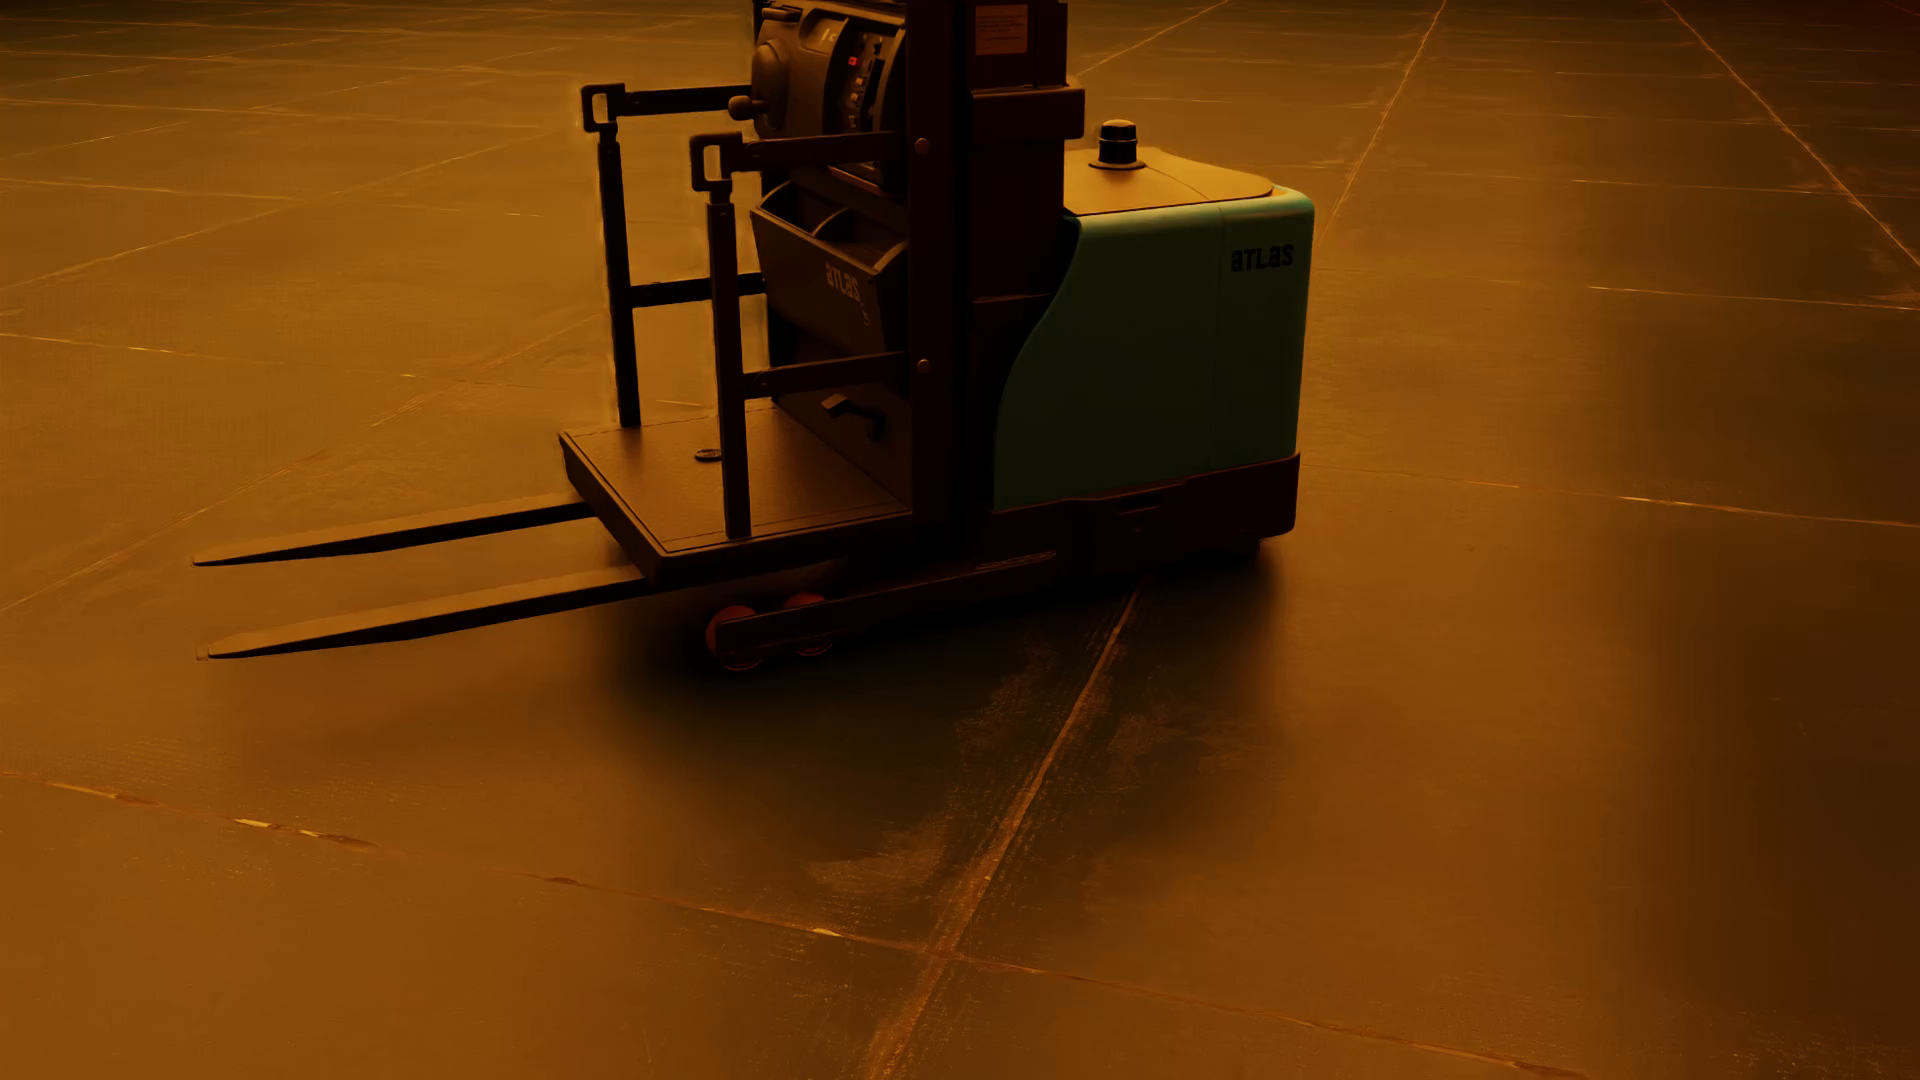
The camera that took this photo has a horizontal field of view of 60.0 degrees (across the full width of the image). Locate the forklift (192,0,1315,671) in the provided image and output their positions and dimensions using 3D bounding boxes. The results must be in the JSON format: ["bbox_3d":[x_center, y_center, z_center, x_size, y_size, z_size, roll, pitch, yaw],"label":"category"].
[{"bbox_3d":[-0.540,-1.245,4.296,3.031,2.935,1.130,-11,25,-24],"label":"forklift"}]
